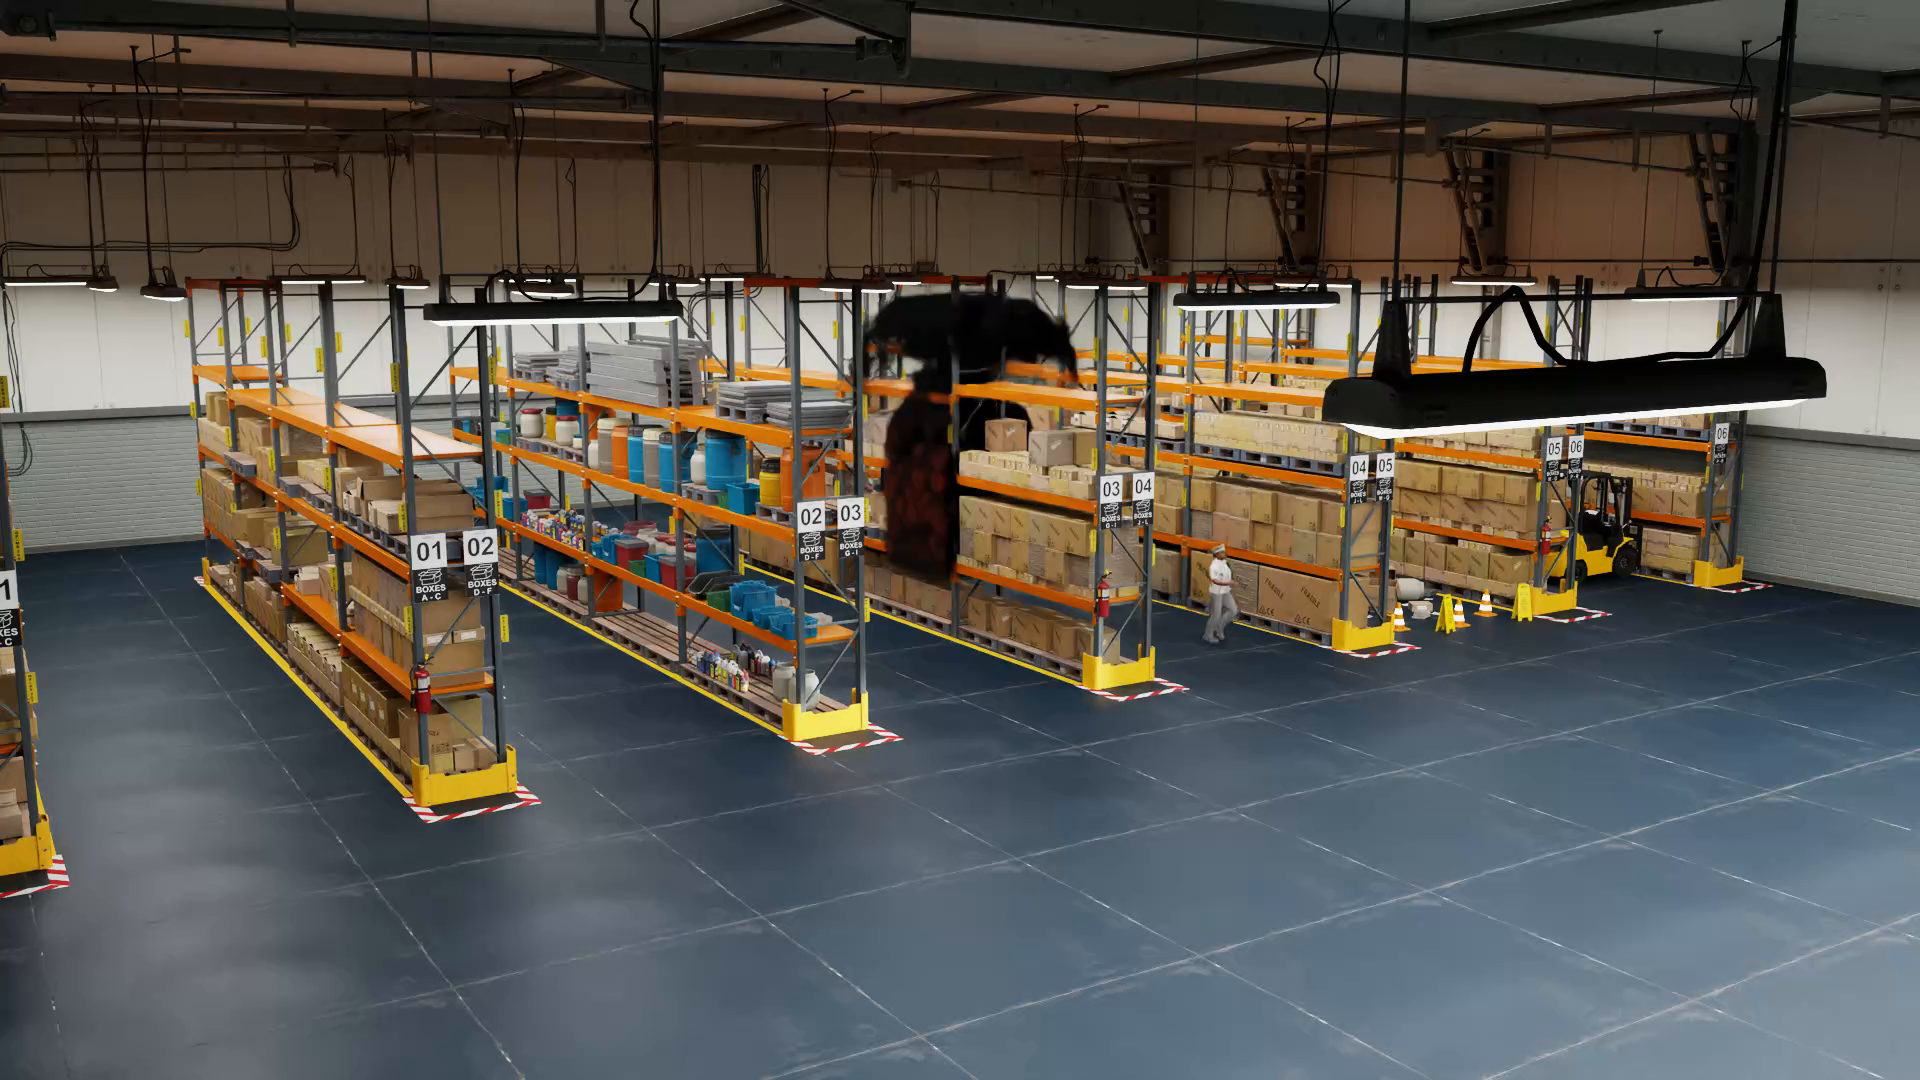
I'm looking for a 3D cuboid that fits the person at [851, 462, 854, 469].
[{"bbox_3d":[-2.403,-0.947,38.345,0.724,1.760,0.967,-6,11,-31],"label":"person"}]

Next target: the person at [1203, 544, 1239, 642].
[{"bbox_3d":[4.378,0.884,27.685,0.629,1.682,0.576,8,12,39],"label":"person"}]

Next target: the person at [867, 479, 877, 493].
[{"bbox_3d":[-1.927,-0.425,35.239,0.666,1.790,0.825,-6,11,-32],"label":"person"}]
